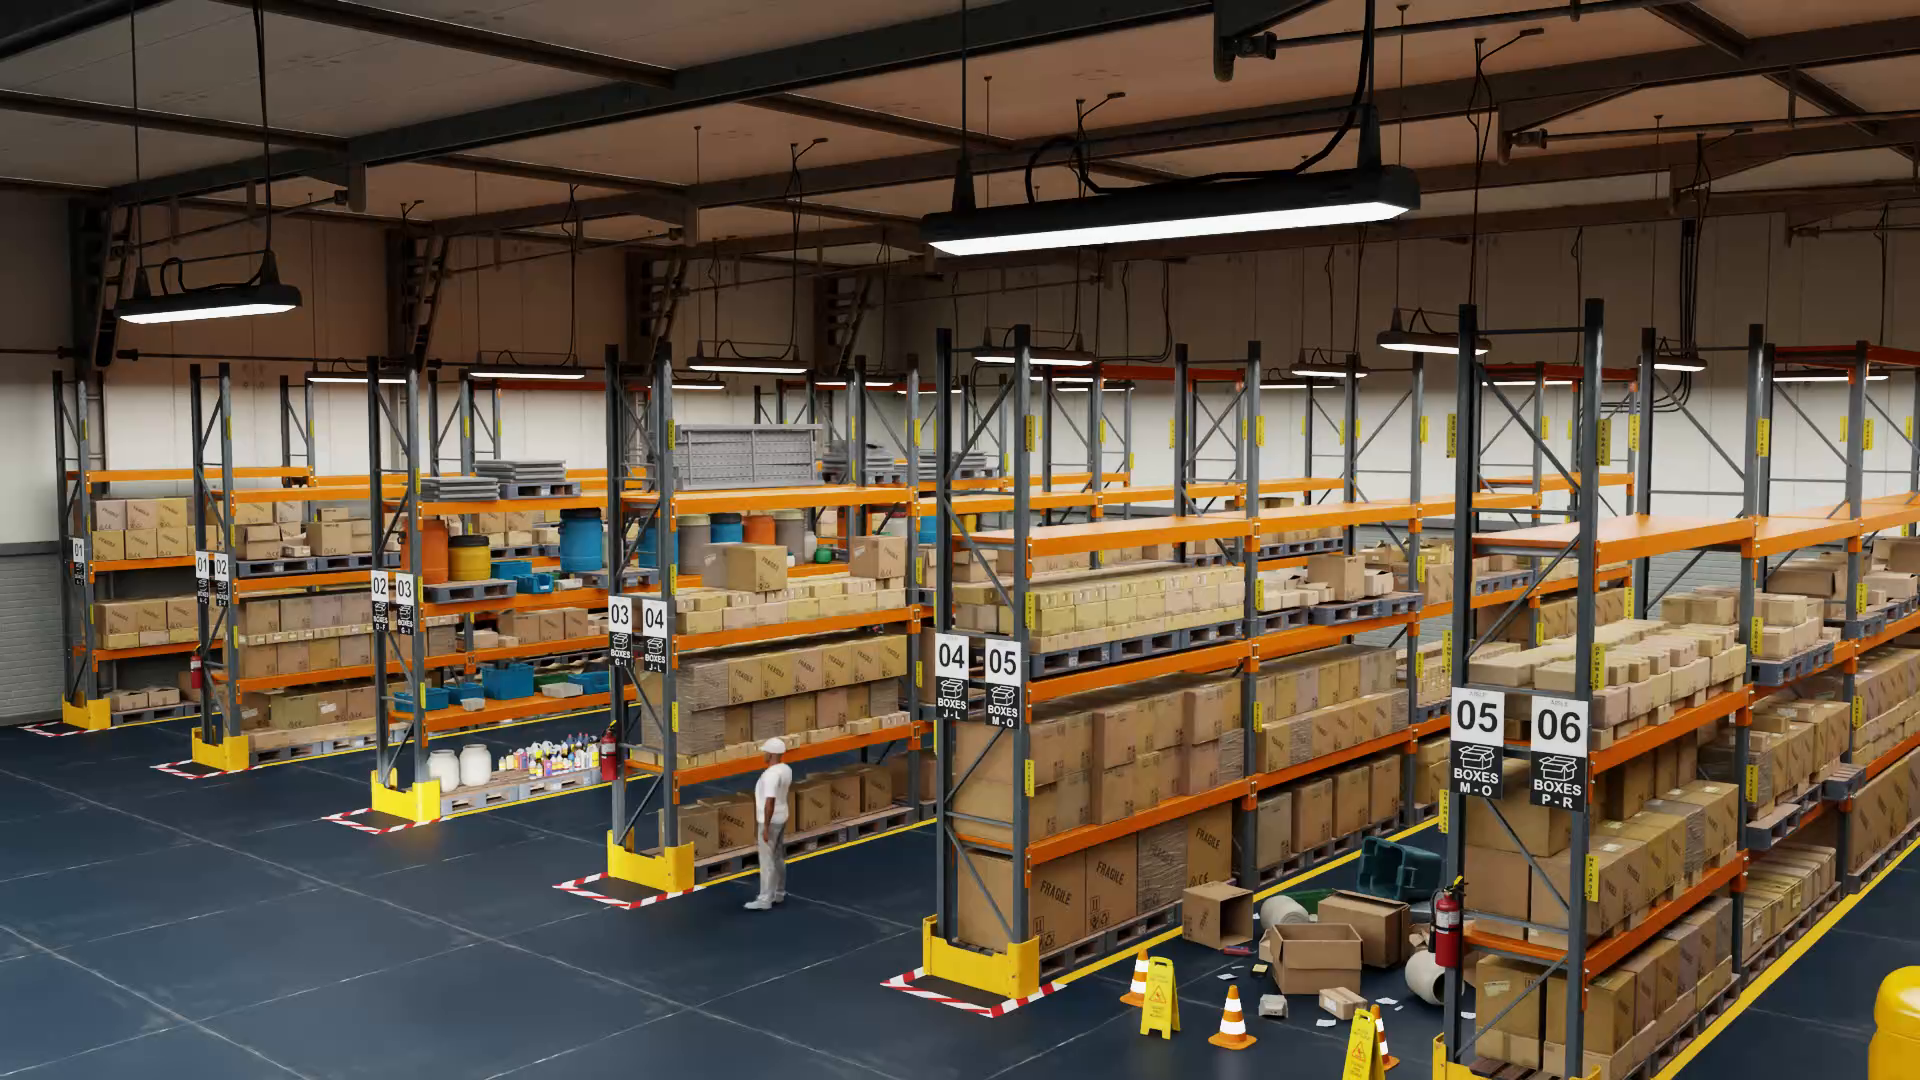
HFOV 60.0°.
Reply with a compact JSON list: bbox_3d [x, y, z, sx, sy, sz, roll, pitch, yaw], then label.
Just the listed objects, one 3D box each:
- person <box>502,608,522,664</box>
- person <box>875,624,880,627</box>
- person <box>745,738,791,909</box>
[{"bbox_3d":[-8.373,2.071,31.042,0.462,1.682,0.483,-1,4,-15],"label":"person"},{"bbox_3d":[-1.789,1.586,38.781,0.496,1.651,0.485,1,4,19],"label":"person"},{"bbox_3d":[-2.043,2.997,17.733,0.423,1.769,0.607,1,4,8],"label":"person"}]
